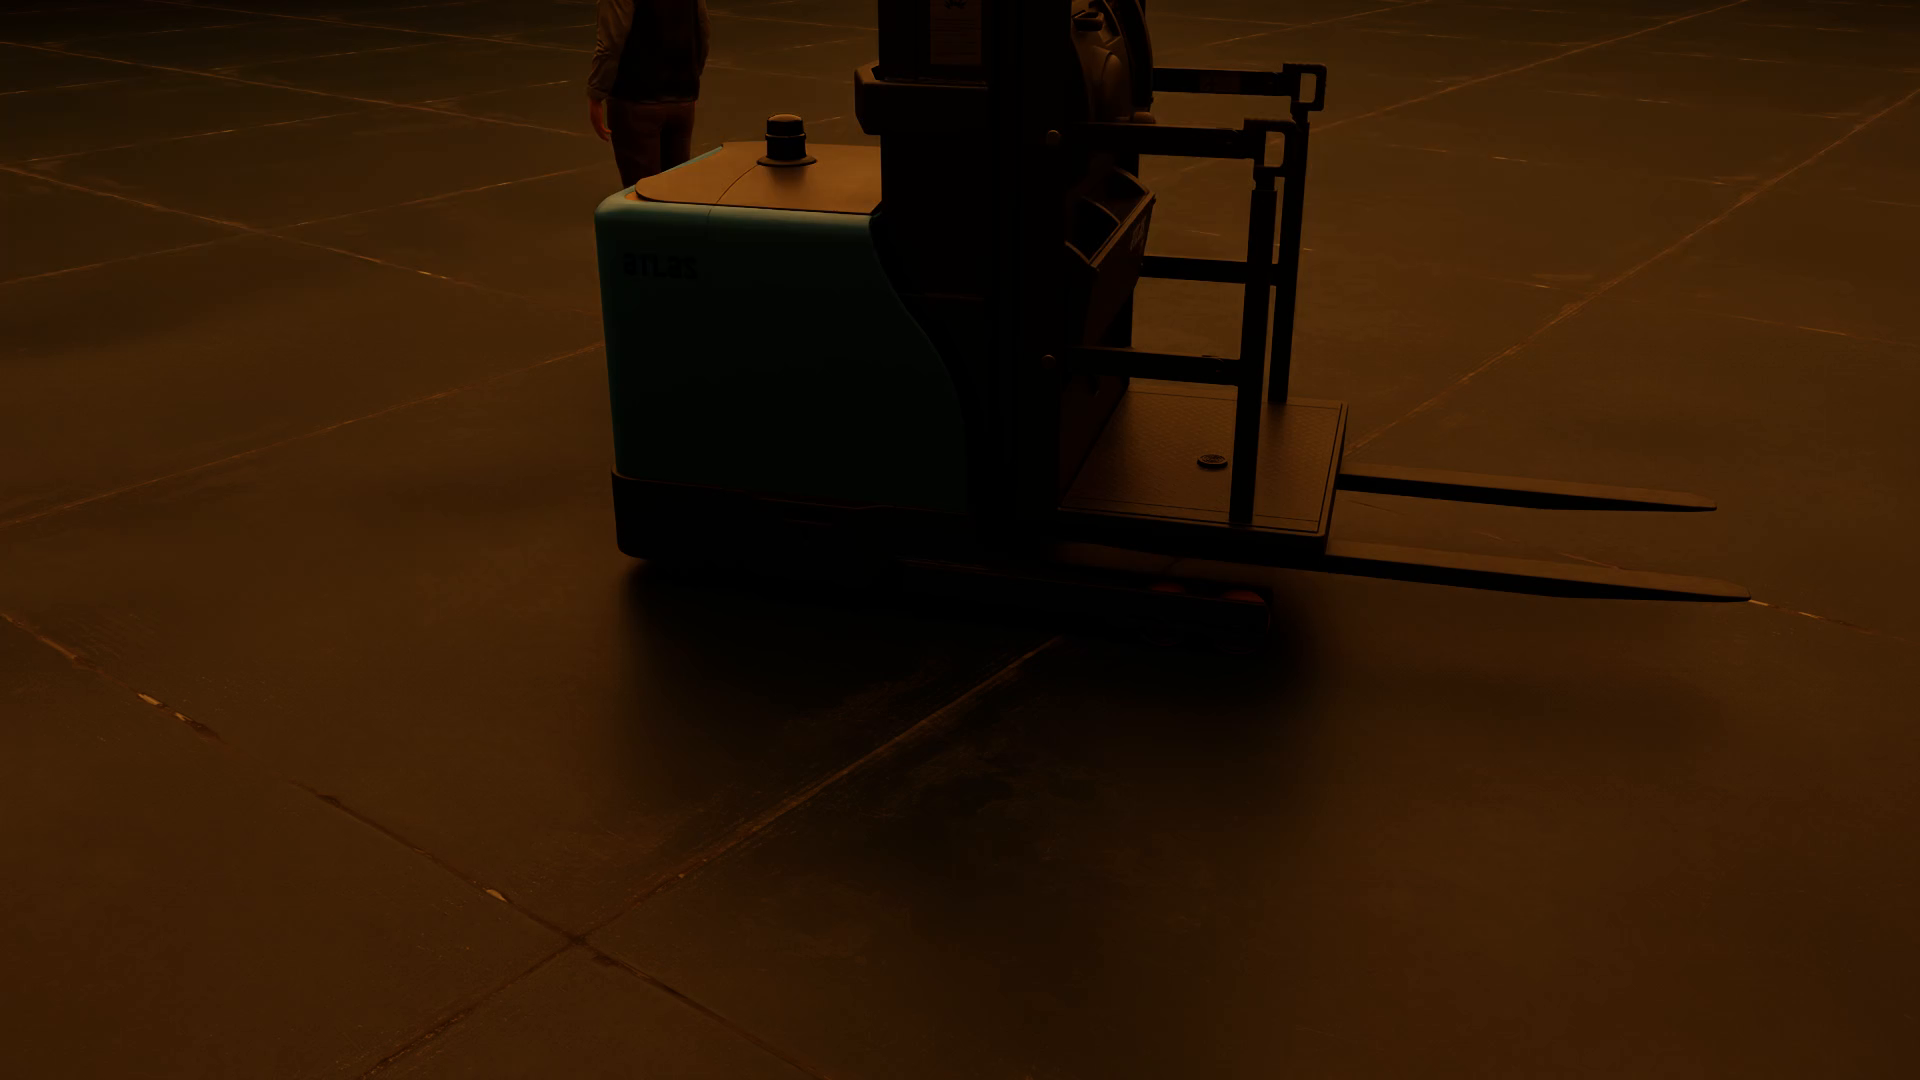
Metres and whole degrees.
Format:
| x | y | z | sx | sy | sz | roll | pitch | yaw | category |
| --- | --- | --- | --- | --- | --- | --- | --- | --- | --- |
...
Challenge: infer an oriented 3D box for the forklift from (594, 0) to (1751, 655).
| x | y | z | sx | sy | sz | roll | pitch | yaw | category |
| --- | --- | --- | --- | --- | --- | --- | --- | --- | --- |
| 0.587 | -1.281 | 4.284 | 3.031 | 2.935 | 1.130 | 6 | 24 | 14 | forklift |

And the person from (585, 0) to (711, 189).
| x | y | z | sx | sy | sz | roll | pitch | yaw | category |
| --- | --- | --- | --- | --- | --- | --- | --- | --- | --- |
| -1.394 | -1.918 | 7.256 | 0.566 | 1.723 | 0.633 | 18 | 29 | 35 | person |
